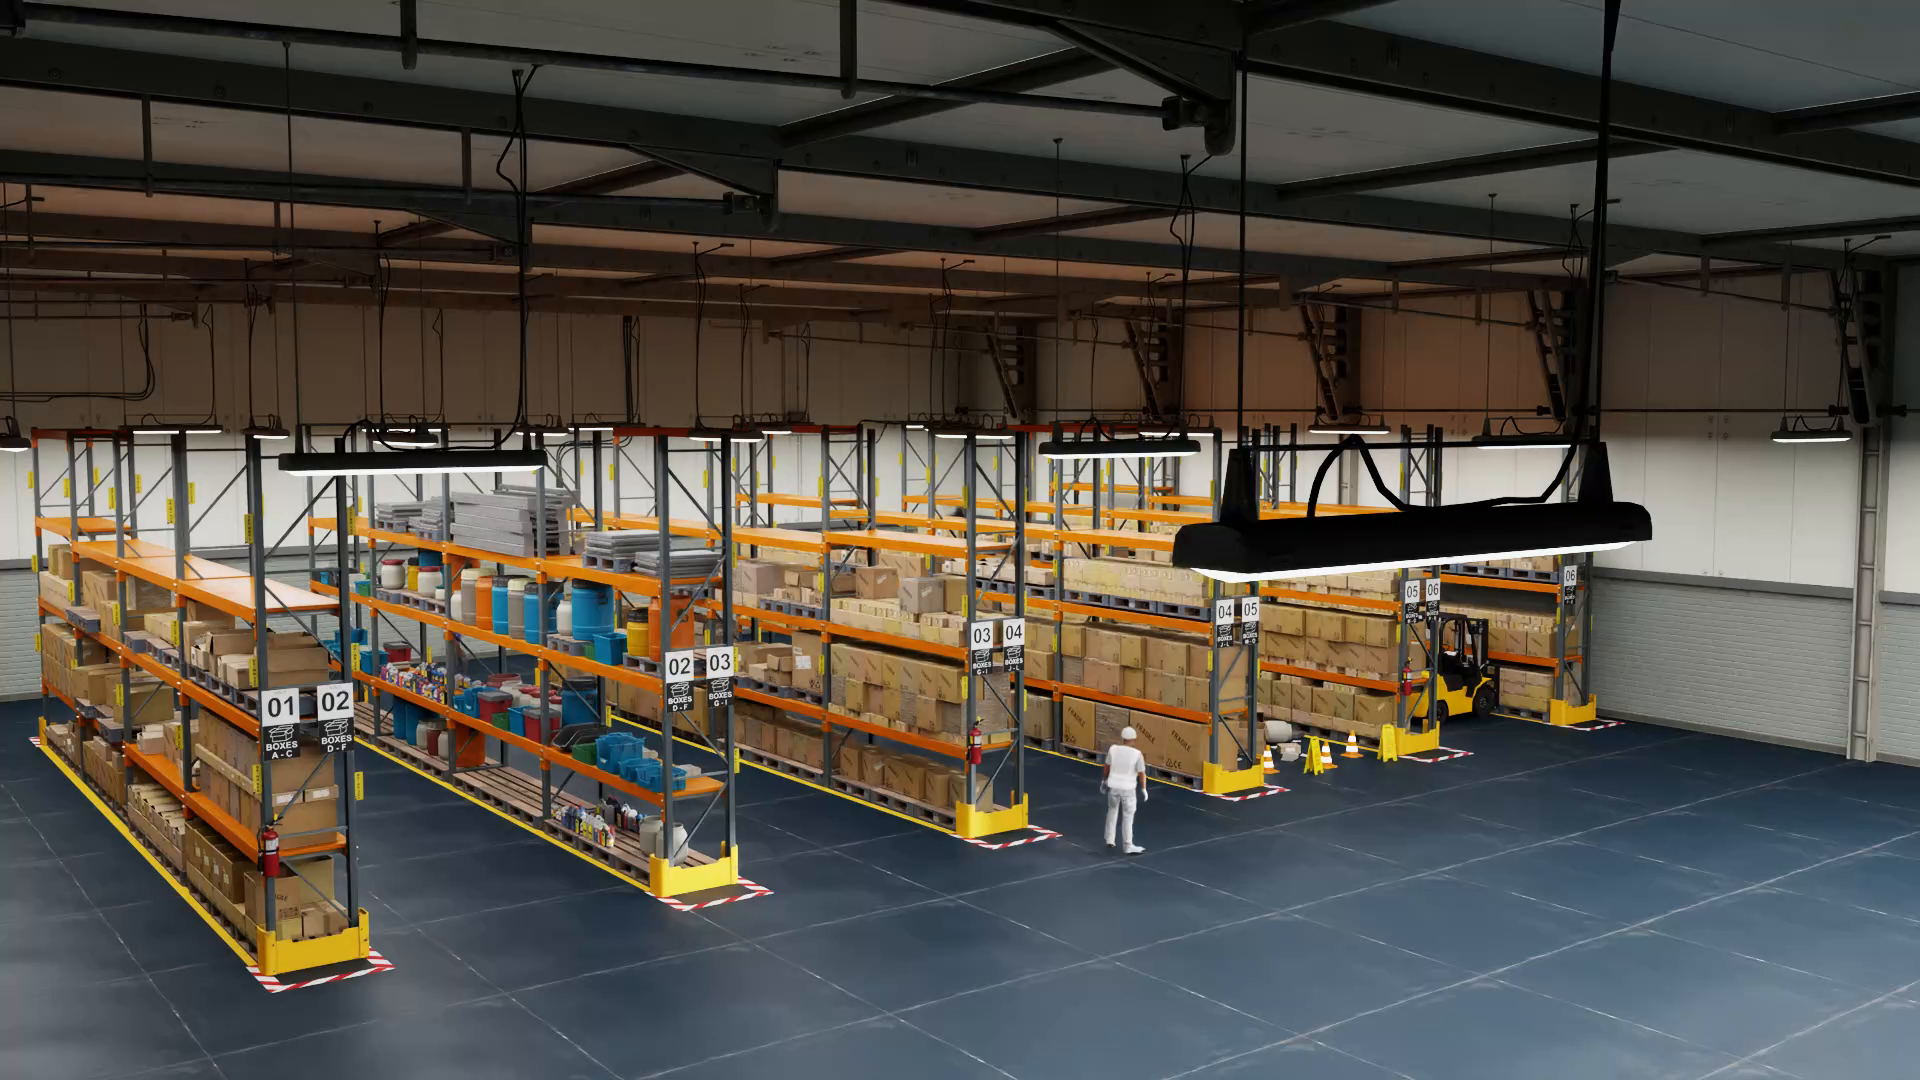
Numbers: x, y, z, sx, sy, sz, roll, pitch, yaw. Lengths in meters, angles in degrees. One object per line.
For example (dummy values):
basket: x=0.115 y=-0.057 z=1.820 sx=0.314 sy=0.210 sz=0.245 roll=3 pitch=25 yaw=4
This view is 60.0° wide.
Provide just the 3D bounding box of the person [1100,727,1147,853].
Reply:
person: x=2.339 y=3.581 z=23.858 sx=0.663 sy=1.822 sz=0.459 roll=3 pitch=6 yaw=36

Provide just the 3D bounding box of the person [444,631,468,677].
person: x=-11.652 y=2.519 z=38.248 sx=0.865 sy=1.605 sz=0.460 roll=-1 pitch=5 yaw=-13
